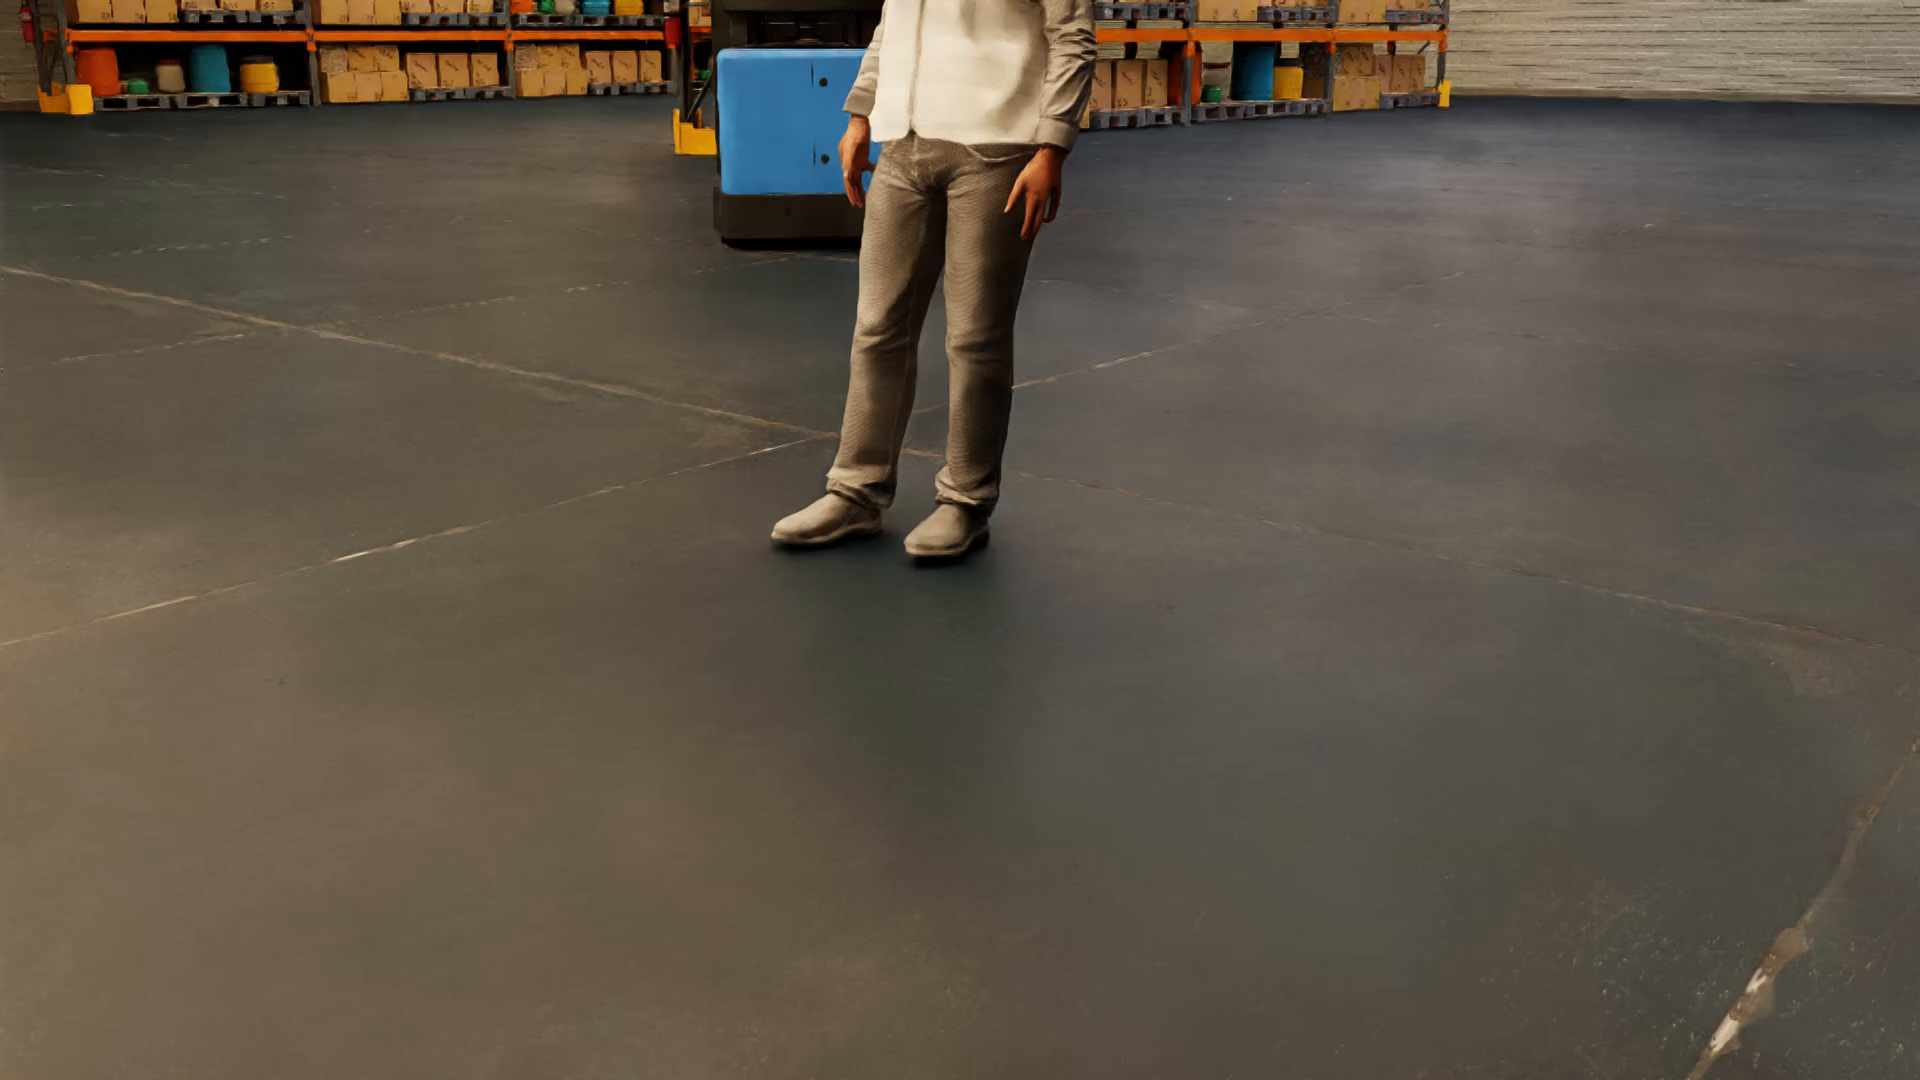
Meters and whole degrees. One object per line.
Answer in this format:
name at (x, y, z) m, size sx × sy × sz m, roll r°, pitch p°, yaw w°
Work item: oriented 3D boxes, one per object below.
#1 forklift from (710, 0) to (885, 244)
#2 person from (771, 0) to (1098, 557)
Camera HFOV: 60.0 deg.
forklift at (-0.998, -3.449, 10.257) m, size 1.130 × 2.935 × 3.031 m, roll -2°, pitch 17°, yaw -7°
person at (-0.046, -0.843, 3.641) m, size 0.632 × 1.773 × 0.567 m, roll 13°, pitch 21°, yaw 37°
